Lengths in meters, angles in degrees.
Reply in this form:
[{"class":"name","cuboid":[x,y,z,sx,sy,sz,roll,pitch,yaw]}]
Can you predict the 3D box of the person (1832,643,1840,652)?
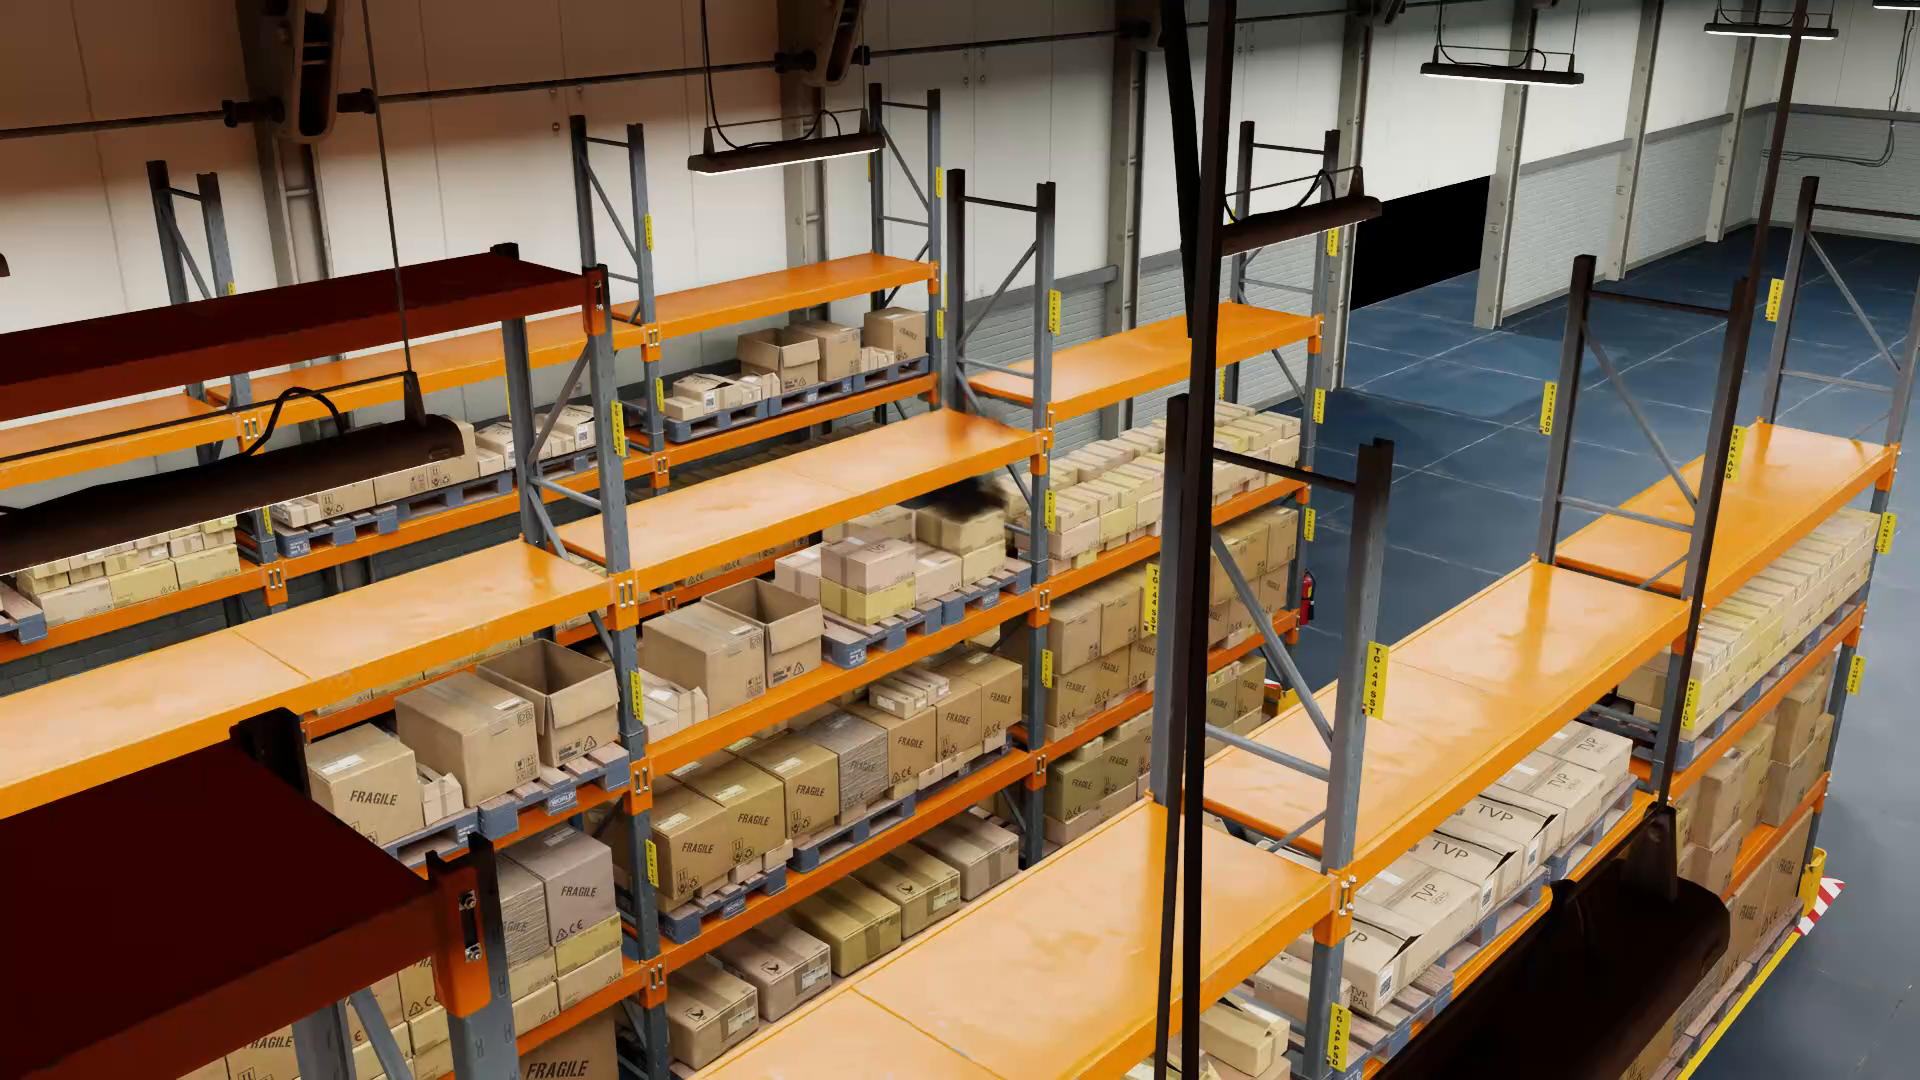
[{"class":"person","cuboid":[8.193,1.274,16.353,0.747,1.739,0.680,2,21,6]}]
